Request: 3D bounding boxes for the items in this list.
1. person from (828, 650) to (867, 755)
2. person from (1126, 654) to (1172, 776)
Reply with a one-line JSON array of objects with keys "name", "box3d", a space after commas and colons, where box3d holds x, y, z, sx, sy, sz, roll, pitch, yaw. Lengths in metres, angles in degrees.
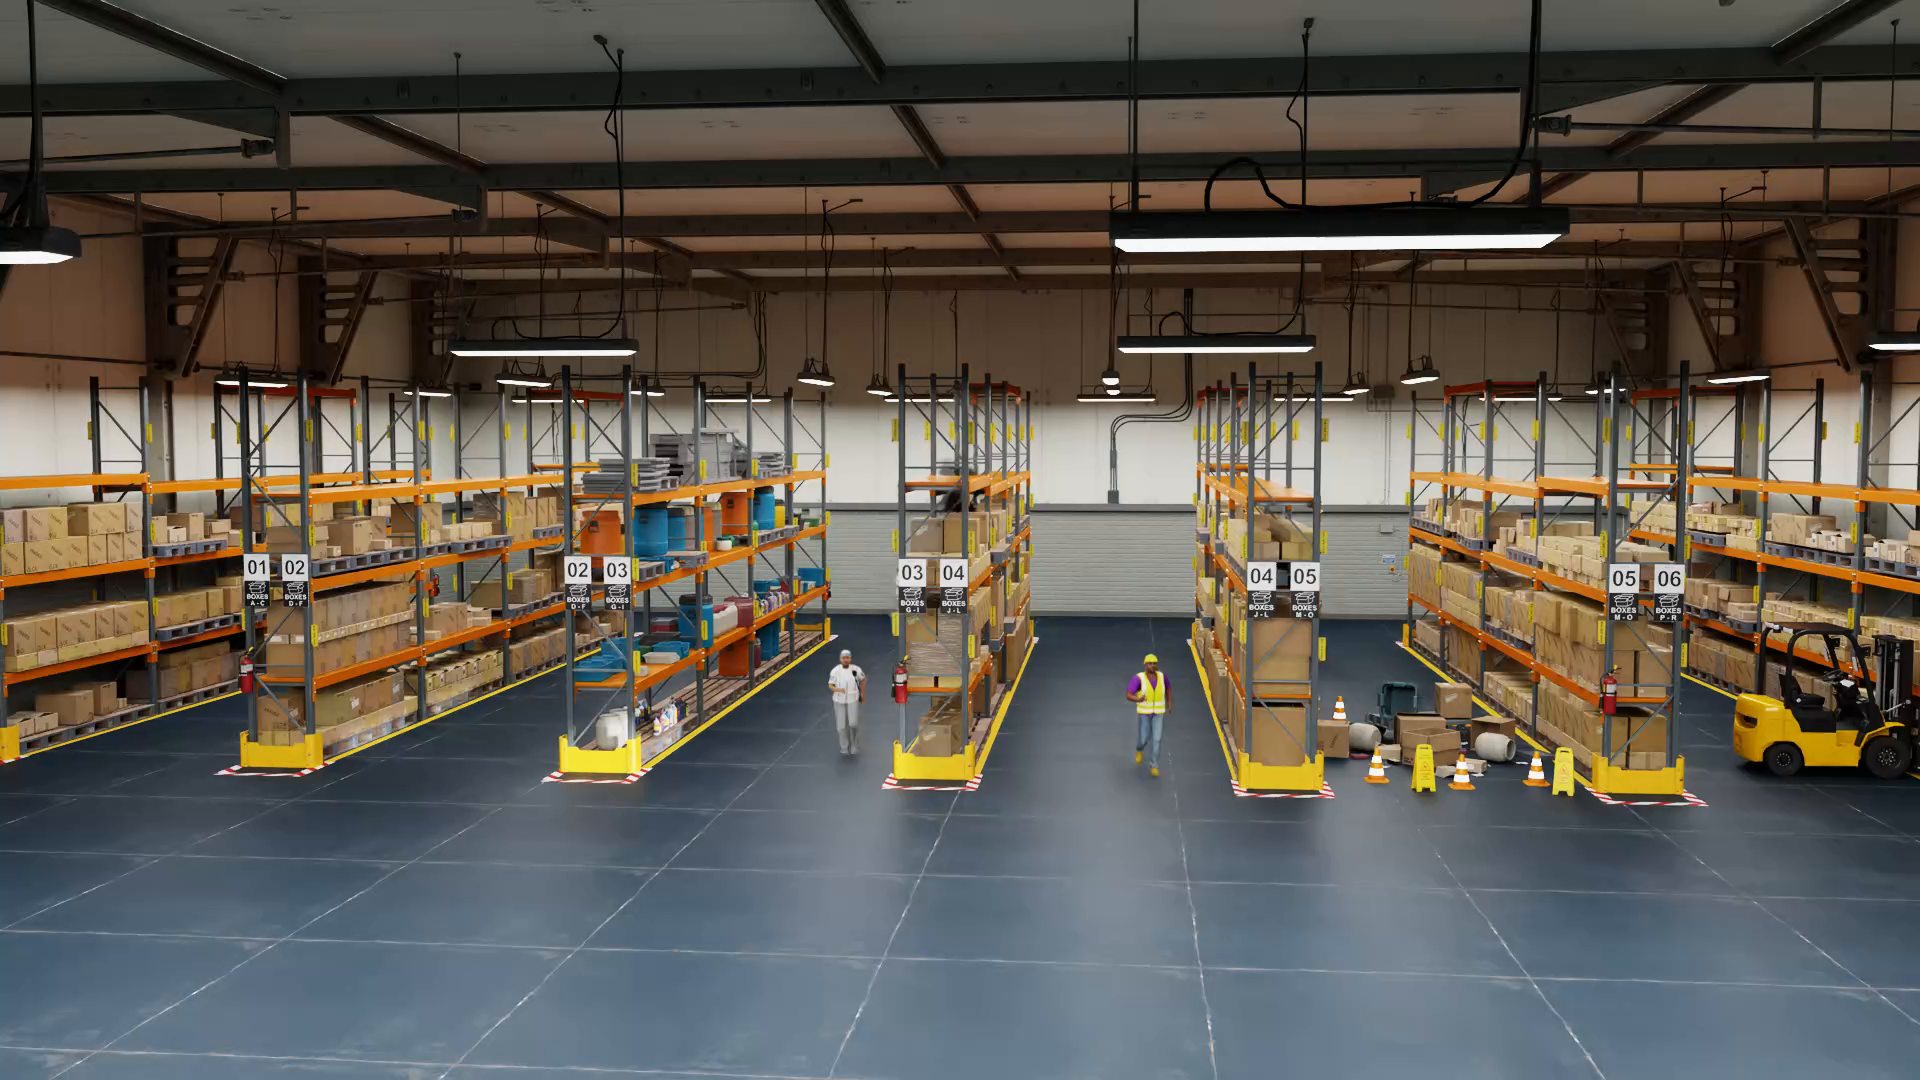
[{"name": "person", "box3d": [-1.747, 2.521, 25.760, 0.584, 1.640, 0.639, 0, 4, -1]}, {"name": "person", "box3d": [2.791, 2.547, 24.485, 0.724, 1.749, 0.864, 0, 4, -8]}]
